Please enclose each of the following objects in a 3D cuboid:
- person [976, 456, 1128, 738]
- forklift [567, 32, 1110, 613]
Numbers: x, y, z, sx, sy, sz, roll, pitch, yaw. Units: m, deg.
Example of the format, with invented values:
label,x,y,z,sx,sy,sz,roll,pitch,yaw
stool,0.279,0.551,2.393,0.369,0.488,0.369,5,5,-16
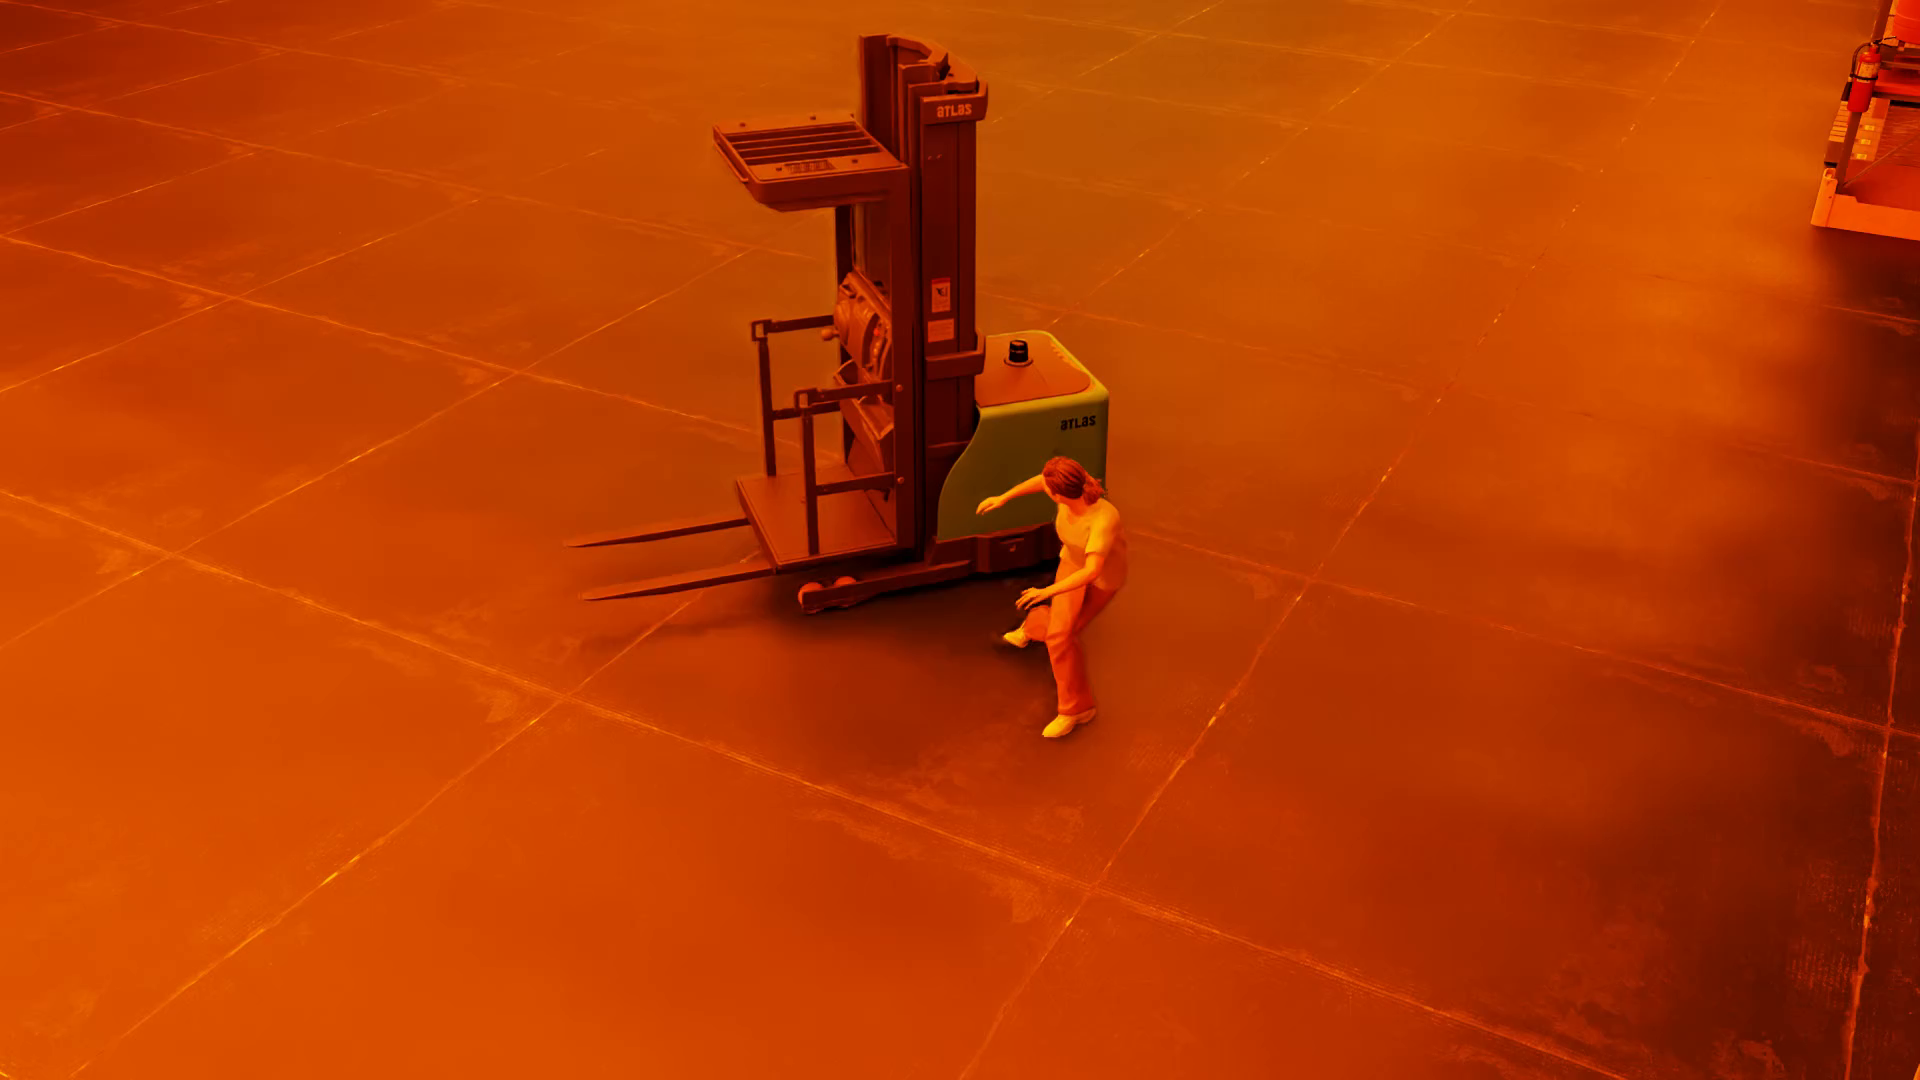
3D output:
label,x,y,z,sx,sy,sz,roll,pitch,yaw
person,0.410,0.205,8.242,0.829,1.459,1.036,16,34,26
forklift,-0.718,-1.159,9.079,3.031,2.935,1.130,-10,31,-17
